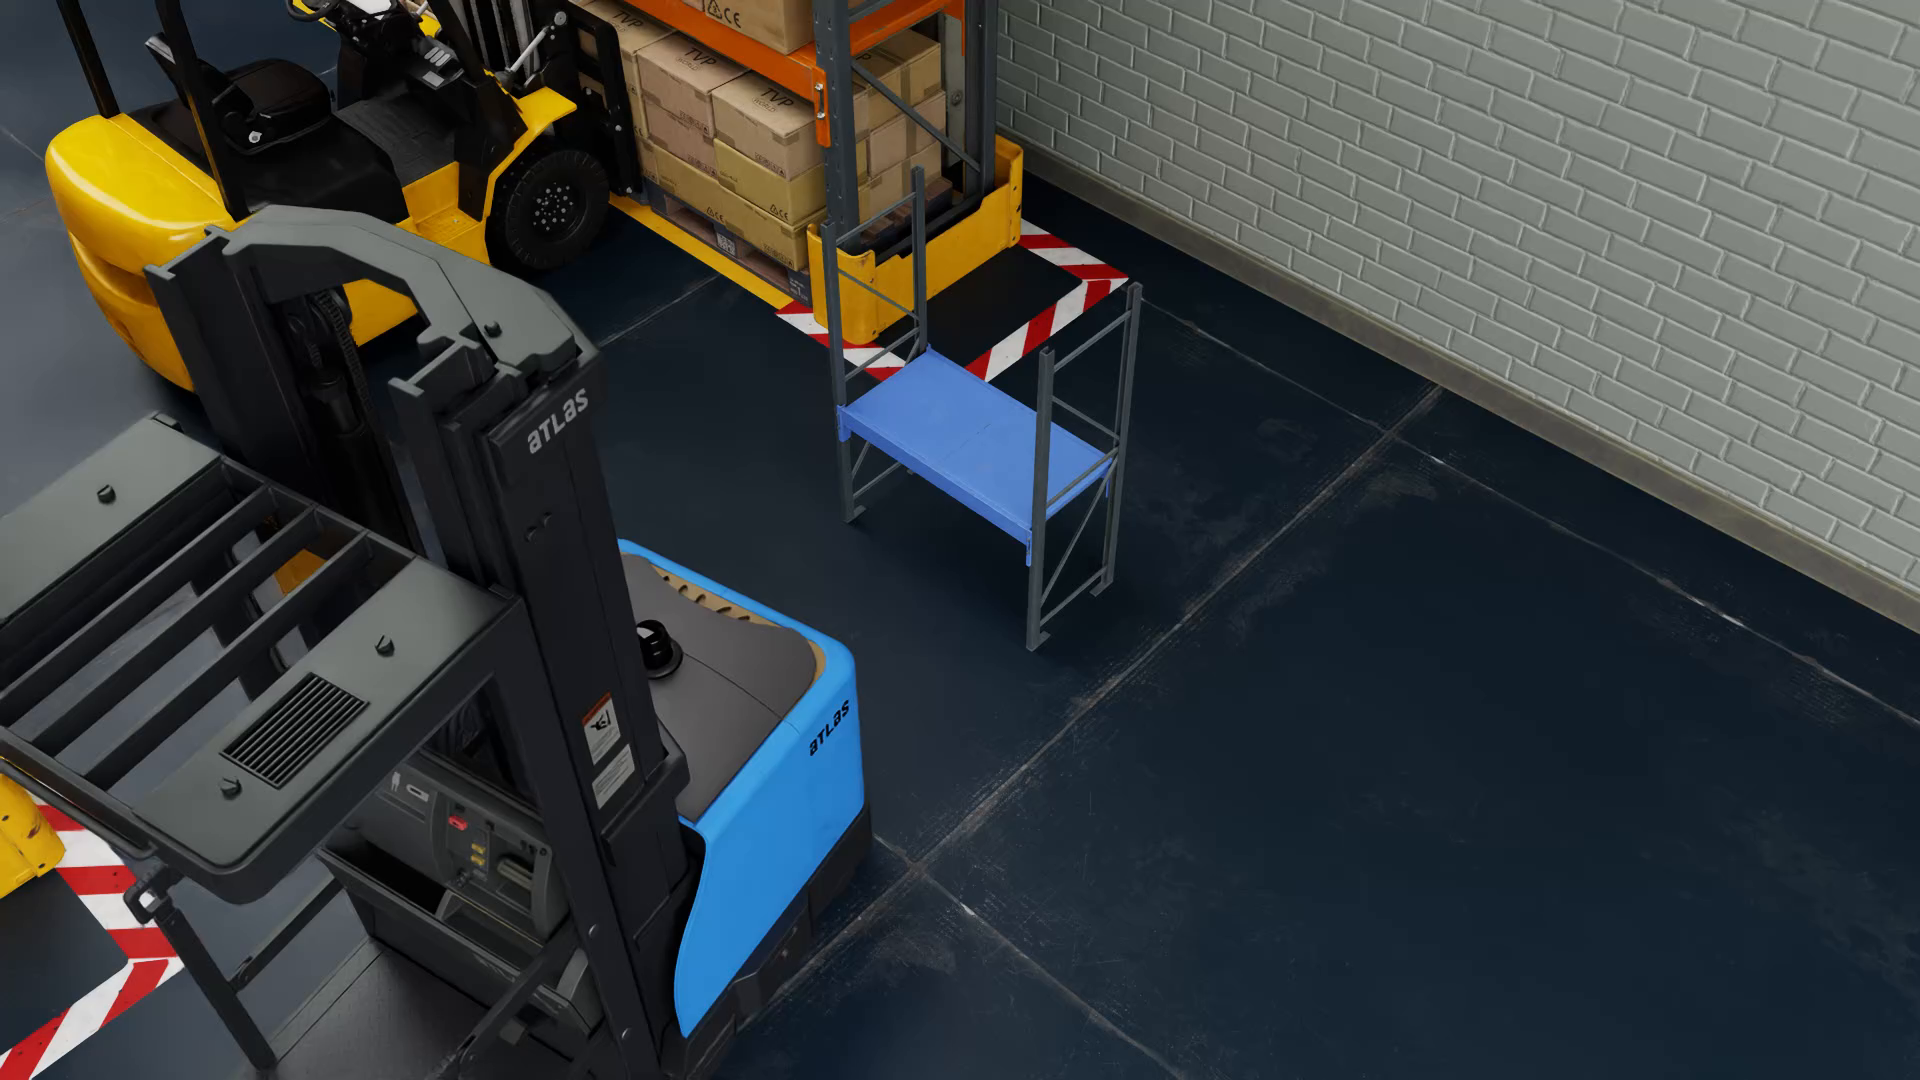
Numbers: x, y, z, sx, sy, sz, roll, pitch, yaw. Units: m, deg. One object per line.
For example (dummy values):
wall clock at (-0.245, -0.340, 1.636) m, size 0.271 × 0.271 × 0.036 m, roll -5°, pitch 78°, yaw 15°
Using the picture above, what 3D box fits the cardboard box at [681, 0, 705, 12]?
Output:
cardboard box at (-1.127, -2.718, 7.284) m, size 0.500 × 0.500 × 0.500 m, roll 36°, pitch 56°, yaw 29°

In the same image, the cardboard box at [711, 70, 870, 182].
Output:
cardboard box at (-0.763, -1.925, 7.521) m, size 0.500 × 0.250 × 0.500 m, roll 36°, pitch 56°, yaw 29°

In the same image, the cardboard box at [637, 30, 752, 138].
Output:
cardboard box at (-1.142, -2.174, 7.755) m, size 0.500 × 0.250 × 0.500 m, roll 35°, pitch 56°, yaw 28°

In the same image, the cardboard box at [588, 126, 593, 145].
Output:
cardboard box at (-1.890, -2.333, 8.590) m, size 0.500 × 0.250 × 0.500 m, roll 36°, pitch 56°, yaw 29°

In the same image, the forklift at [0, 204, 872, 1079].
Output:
forklift at (-1.498, 0.804, 4.093) m, size 1.130 × 2.935 × 3.031 m, roll 24°, pitch 51°, yaw 21°

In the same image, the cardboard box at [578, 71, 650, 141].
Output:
cardboard box at (-1.537, -2.264, 8.182) m, size 0.500 × 0.250 × 0.500 m, roll 33°, pitch 55°, yaw 27°

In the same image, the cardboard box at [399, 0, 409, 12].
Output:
cardboard box at (-3.021, -3.083, 9.294) m, size 0.500 × 0.250 × 0.500 m, roll 34°, pitch 56°, yaw 28°

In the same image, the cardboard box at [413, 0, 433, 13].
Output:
cardboard box at (-2.634, -3.019, 8.890) m, size 0.500 × 0.250 × 0.500 m, roll 34°, pitch 55°, yaw 27°

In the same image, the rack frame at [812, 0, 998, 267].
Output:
rack frame at (-0.213, -2.320, 6.979) m, size 0.127 × 3.000 × 1.000 m, roll 34°, pitch 55°, yaw 28°

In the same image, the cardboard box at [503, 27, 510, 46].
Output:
cardboard box at (-2.273, -2.764, 8.651) m, size 0.500 × 0.250 × 0.500 m, roll 33°, pitch 55°, yaw 27°

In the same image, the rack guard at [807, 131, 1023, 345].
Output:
rack guard at (-0.195, -1.452, 7.879) m, size 0.348 × 0.500 × 1.175 m, roll 34°, pitch 55°, yaw 28°

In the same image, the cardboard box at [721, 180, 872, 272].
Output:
cardboard box at (-0.772, -1.585, 7.887) m, size 0.500 × 0.250 × 0.500 m, roll 34°, pitch 56°, yaw 28°

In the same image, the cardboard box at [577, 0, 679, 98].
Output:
cardboard box at (-1.519, -2.418, 7.984) m, size 0.500 × 0.250 × 0.500 m, roll 35°, pitch 56°, yaw 28°

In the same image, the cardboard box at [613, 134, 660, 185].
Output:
cardboard box at (-1.493, -2.088, 8.360) m, size 0.500 × 0.250 × 0.500 m, roll 35°, pitch 56°, yaw 28°

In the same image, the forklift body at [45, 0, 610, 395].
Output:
forklift body at (-2.843, -1.989, 7.251) m, size 1.214 × 2.155 × 2.313 m, roll 34°, pitch 55°, yaw 28°

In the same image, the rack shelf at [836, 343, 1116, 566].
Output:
rack shelf at (0.063, -0.348, 6.403) m, size 1.000 × 0.185 × 0.538 m, roll 34°, pitch 55°, yaw 28°

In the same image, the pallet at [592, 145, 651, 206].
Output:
pallet at (-1.695, -2.324, 8.896) m, size 1.213 × 0.211 × 1.003 m, roll 34°, pitch 55°, yaw 28°

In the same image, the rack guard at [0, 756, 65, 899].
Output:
rack guard at (-3.632, 1.159, 5.427) m, size 0.348 × 0.500 × 1.175 m, roll 34°, pitch 55°, yaw 28°

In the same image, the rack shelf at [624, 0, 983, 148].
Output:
rack shelf at (-1.682, -3.062, 8.170) m, size 4.000 × 0.370 × 1.077 m, roll 34°, pitch 55°, yaw 28°

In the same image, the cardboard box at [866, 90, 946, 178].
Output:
cardboard box at (-0.417, -2.037, 7.969) m, size 0.500 × 0.250 × 0.500 m, roll 35°, pitch 56°, yaw 28°

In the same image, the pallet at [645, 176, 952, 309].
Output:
pallet at (-0.803, -1.721, 8.329) m, size 1.213 × 0.211 × 1.003 m, roll 34°, pitch 55°, yaw 28°

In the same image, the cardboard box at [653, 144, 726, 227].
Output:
cardboard box at (-1.131, -1.836, 8.123) m, size 0.500 × 0.250 × 0.500 m, roll 34°, pitch 55°, yaw 28°

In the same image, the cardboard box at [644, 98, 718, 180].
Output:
cardboard box at (-1.144, -2.020, 7.953) m, size 0.500 × 0.250 × 0.500 m, roll 33°, pitch 55°, yaw 27°

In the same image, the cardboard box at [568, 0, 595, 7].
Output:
cardboard box at (-1.887, -2.673, 8.223) m, size 0.500 × 0.250 × 0.500 m, roll 33°, pitch 55°, yaw 27°

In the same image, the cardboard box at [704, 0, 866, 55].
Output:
cardboard box at (-0.752, -2.456, 7.039) m, size 0.500 × 0.500 × 0.500 m, roll 33°, pitch 55°, yaw 27°

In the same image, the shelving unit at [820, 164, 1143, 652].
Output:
shelving unit at (0.063, -0.471, 6.272) m, size 1.048 × 1.500 × 0.538 m, roll 34°, pitch 55°, yaw 28°

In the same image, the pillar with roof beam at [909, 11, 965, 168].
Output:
pillar with roof beam at (-3.033, -2.894, 3.403) m, size 0.400 × 9.000 × 9.100 m, roll 34°, pitch 55°, yaw 28°

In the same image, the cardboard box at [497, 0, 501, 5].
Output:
cardboard box at (-2.267, -2.937, 8.471) m, size 0.500 × 0.250 × 0.500 m, roll 36°, pitch 56°, yaw 29°

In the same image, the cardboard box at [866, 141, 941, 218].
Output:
cardboard box at (-0.441, -1.870, 8.155) m, size 0.500 × 0.250 × 0.500 m, roll 34°, pitch 56°, yaw 28°

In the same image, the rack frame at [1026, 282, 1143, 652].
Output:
rack frame at (0.436, -0.220, 6.036) m, size 0.032 × 1.500 × 0.500 m, roll 34°, pitch 55°, yaw 28°

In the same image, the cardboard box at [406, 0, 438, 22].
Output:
cardboard box at (-2.637, -2.841, 9.066) m, size 0.500 × 0.250 × 0.500 m, roll 33°, pitch 55°, yaw 27°

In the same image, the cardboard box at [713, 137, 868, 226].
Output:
cardboard box at (-0.782, -1.766, 7.715) m, size 0.500 × 0.250 × 0.500 m, roll 33°, pitch 55°, yaw 27°

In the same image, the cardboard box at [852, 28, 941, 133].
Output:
cardboard box at (-0.437, -2.203, 7.782) m, size 0.500 × 0.250 × 0.500 m, roll 33°, pitch 55°, yaw 27°

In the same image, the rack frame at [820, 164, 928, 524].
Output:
rack frame at (-0.311, -0.723, 6.508) m, size 0.032 × 1.500 × 0.500 m, roll 34°, pitch 55°, yaw 28°
